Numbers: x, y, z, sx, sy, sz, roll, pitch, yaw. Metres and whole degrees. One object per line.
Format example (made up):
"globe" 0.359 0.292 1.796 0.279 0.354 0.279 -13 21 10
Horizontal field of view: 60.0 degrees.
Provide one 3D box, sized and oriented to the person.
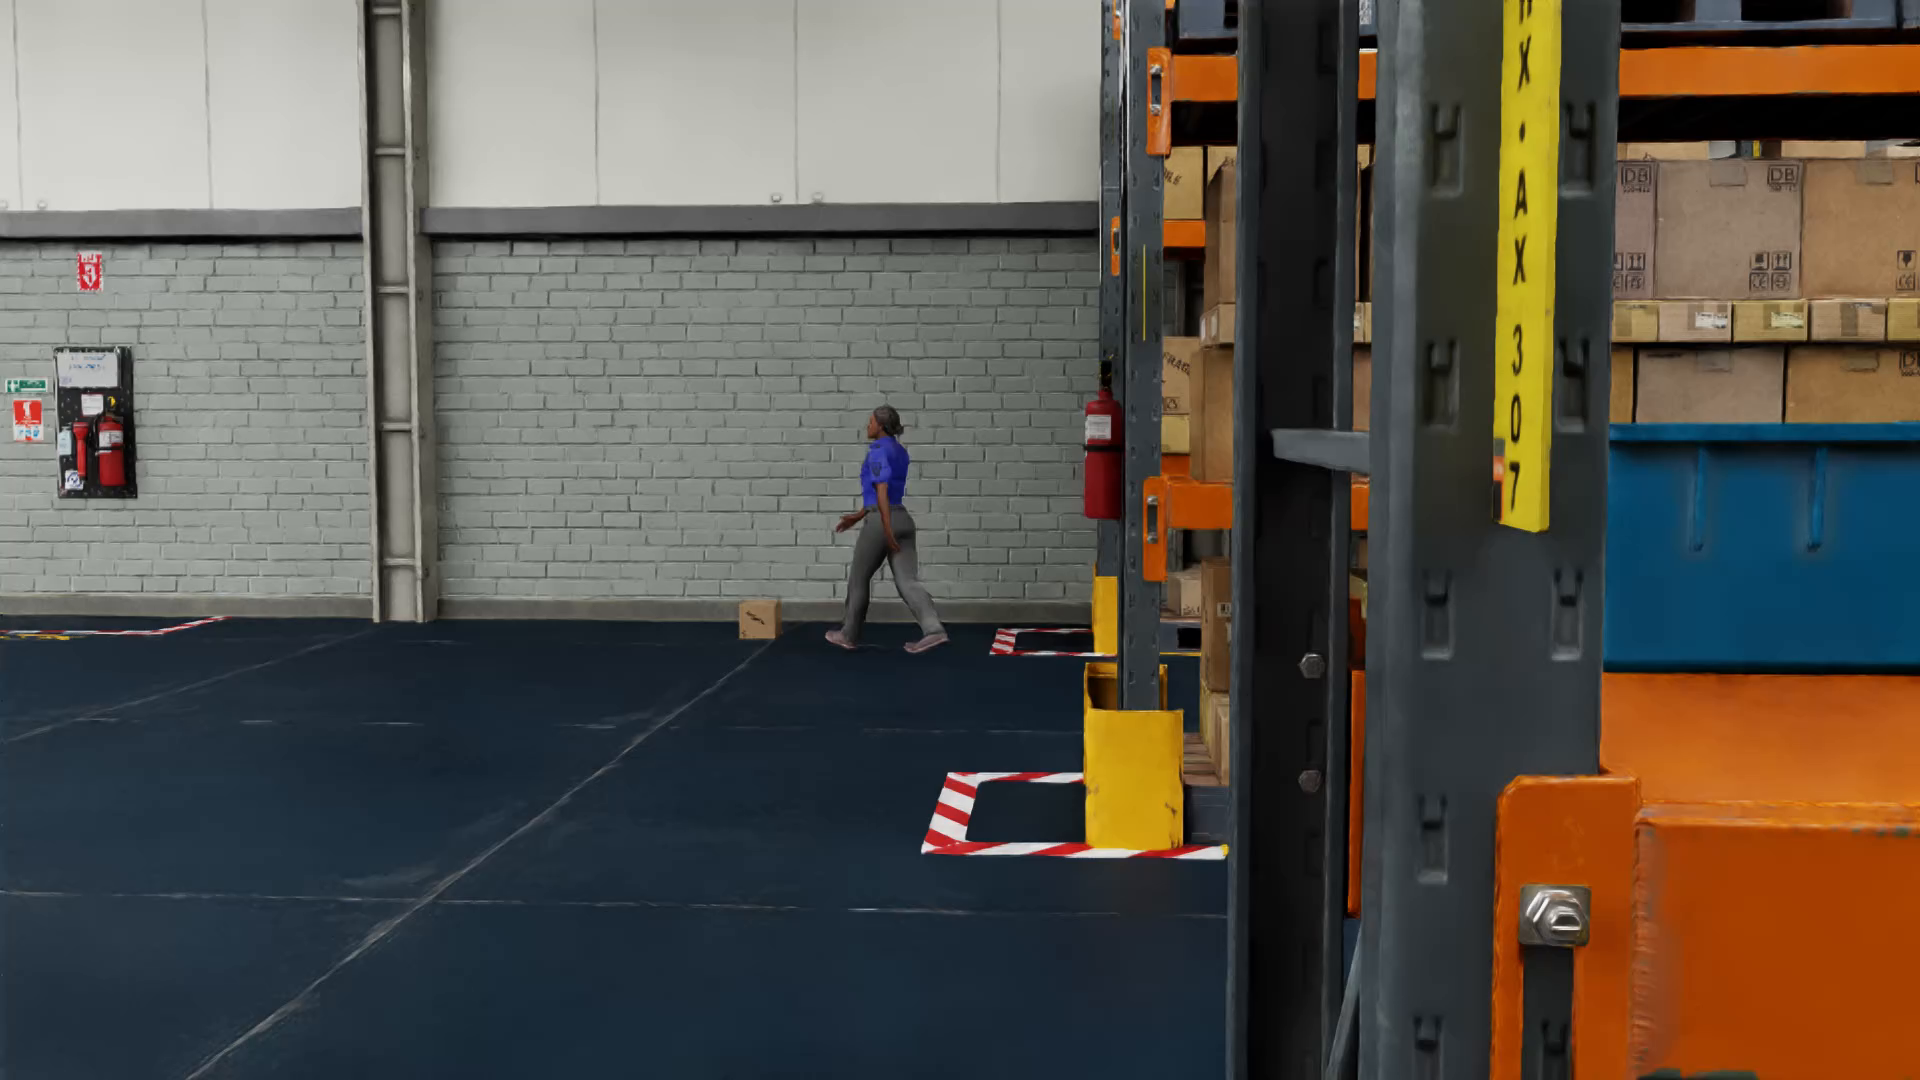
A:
"person" -0.491 -0.070 10.721 1.006 1.598 0.502 3 5 35
